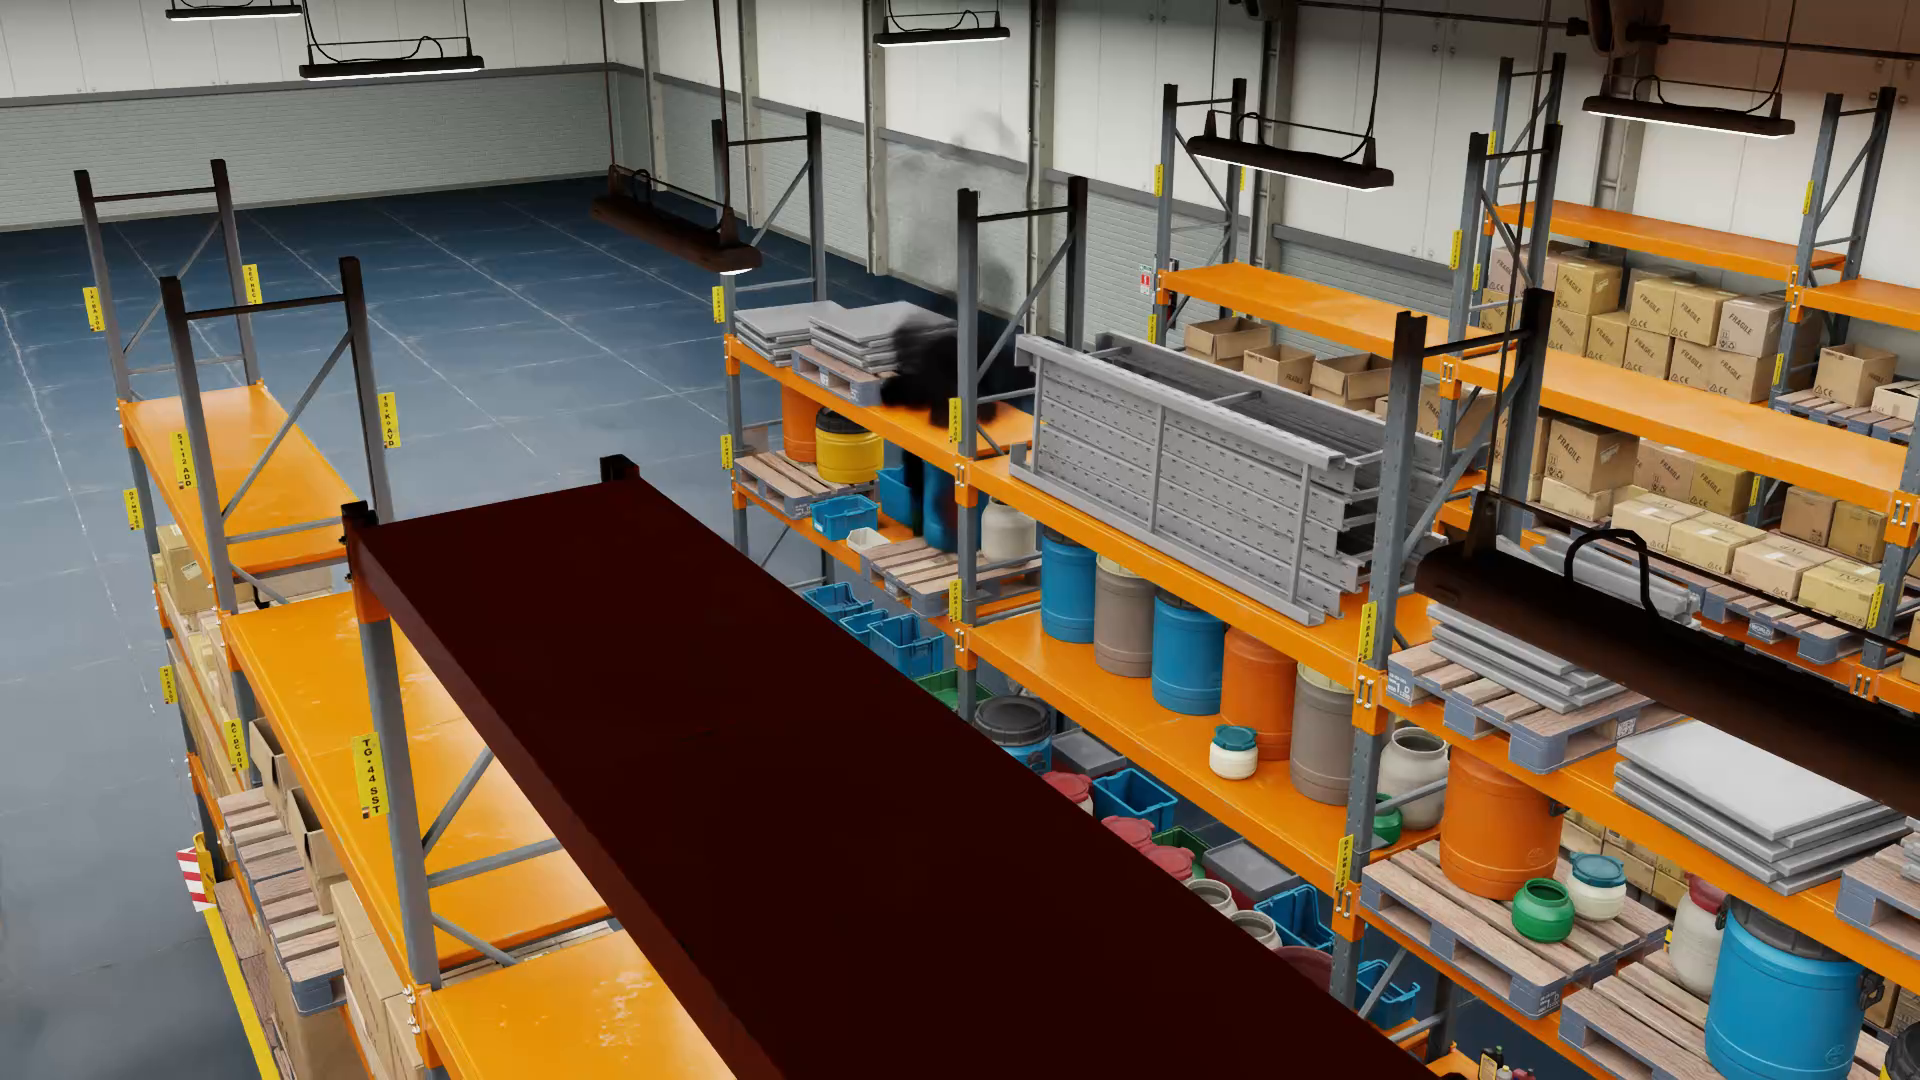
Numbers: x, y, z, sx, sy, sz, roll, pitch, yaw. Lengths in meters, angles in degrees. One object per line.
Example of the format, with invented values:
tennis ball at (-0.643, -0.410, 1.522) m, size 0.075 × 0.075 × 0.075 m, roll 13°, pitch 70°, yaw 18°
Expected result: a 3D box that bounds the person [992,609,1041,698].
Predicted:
person at (0.525, 0.919, 16.726) m, size 0.668 × 1.749 × 0.620 m, roll -20°, pitch 29°, yaw -40°
